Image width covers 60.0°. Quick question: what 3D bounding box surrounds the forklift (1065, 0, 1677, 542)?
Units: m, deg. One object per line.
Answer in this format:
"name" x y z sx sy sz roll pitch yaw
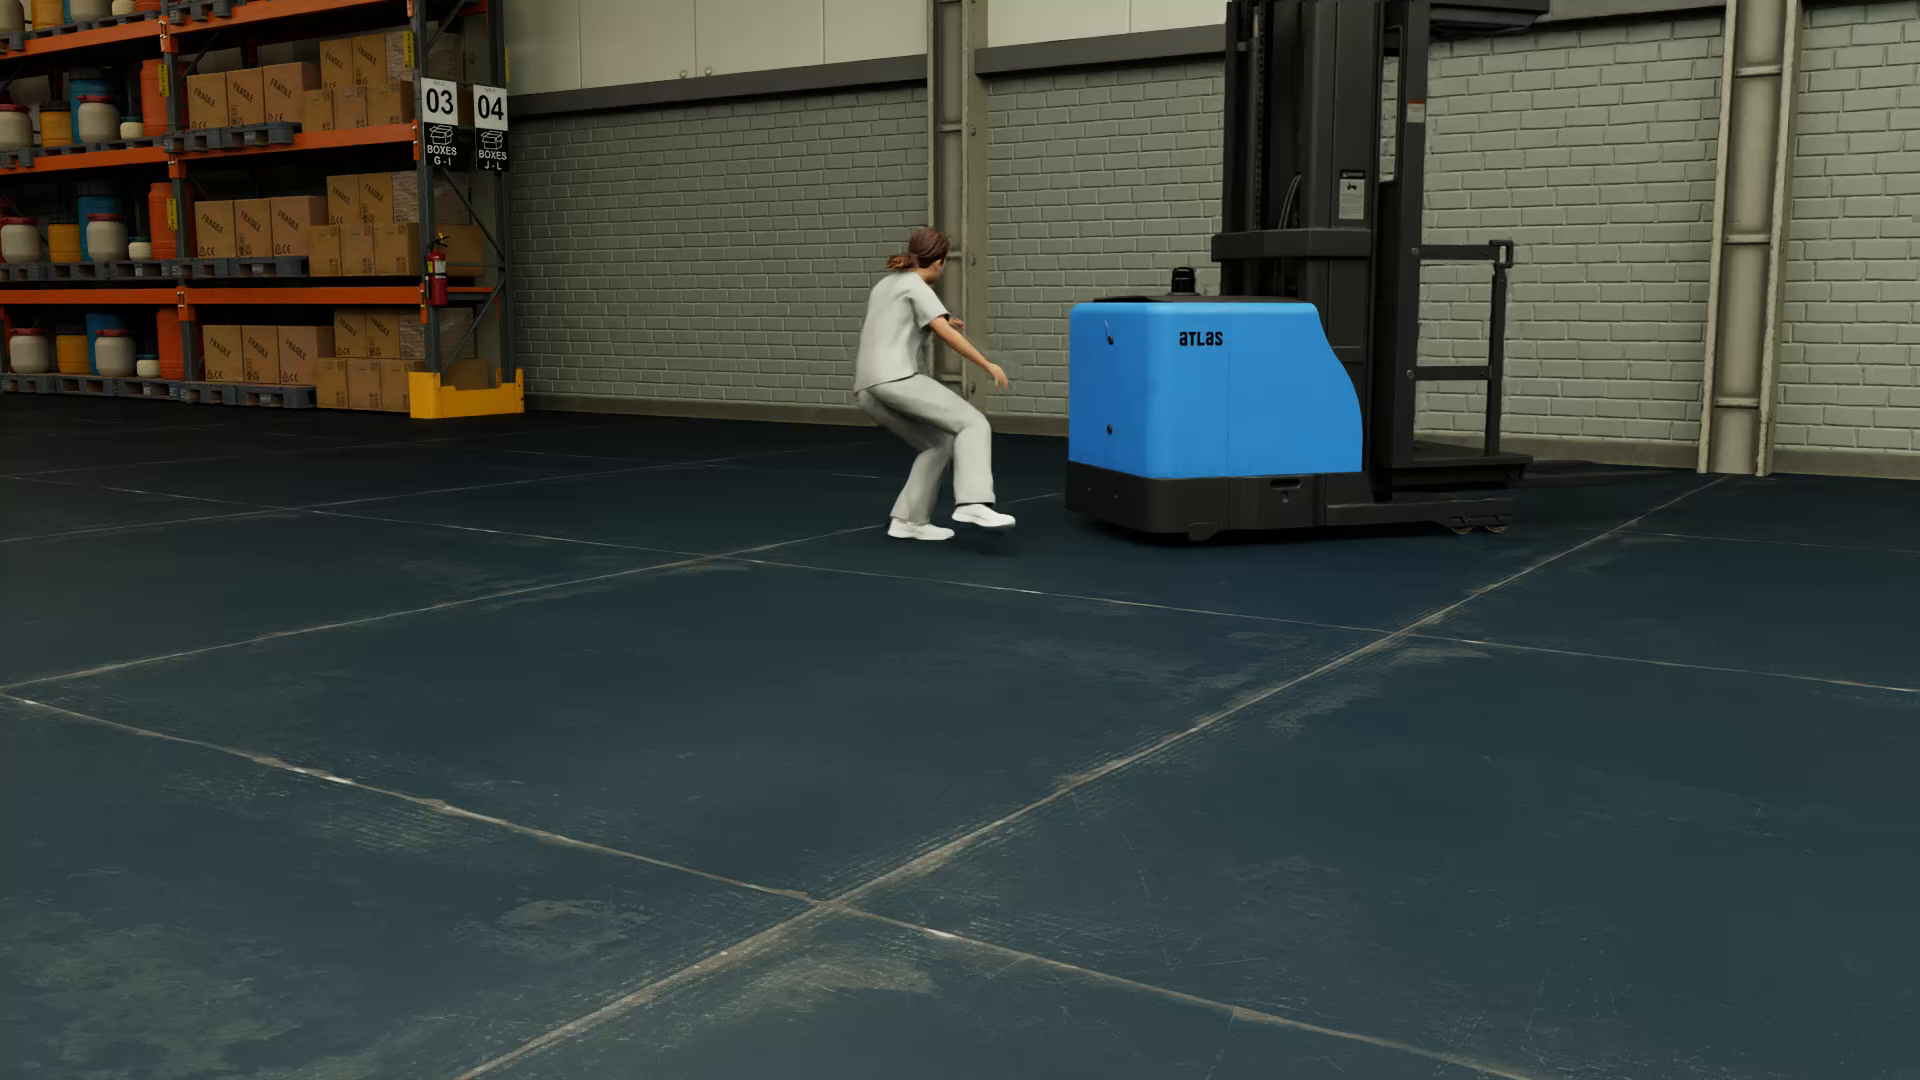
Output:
"forklift" 2.090 -1.544 8.050 3.031 2.935 1.130 -3 9 -19

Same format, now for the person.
"person" -0.017 -0.717 7.666 0.824 1.434 1.187 -5 10 -34
